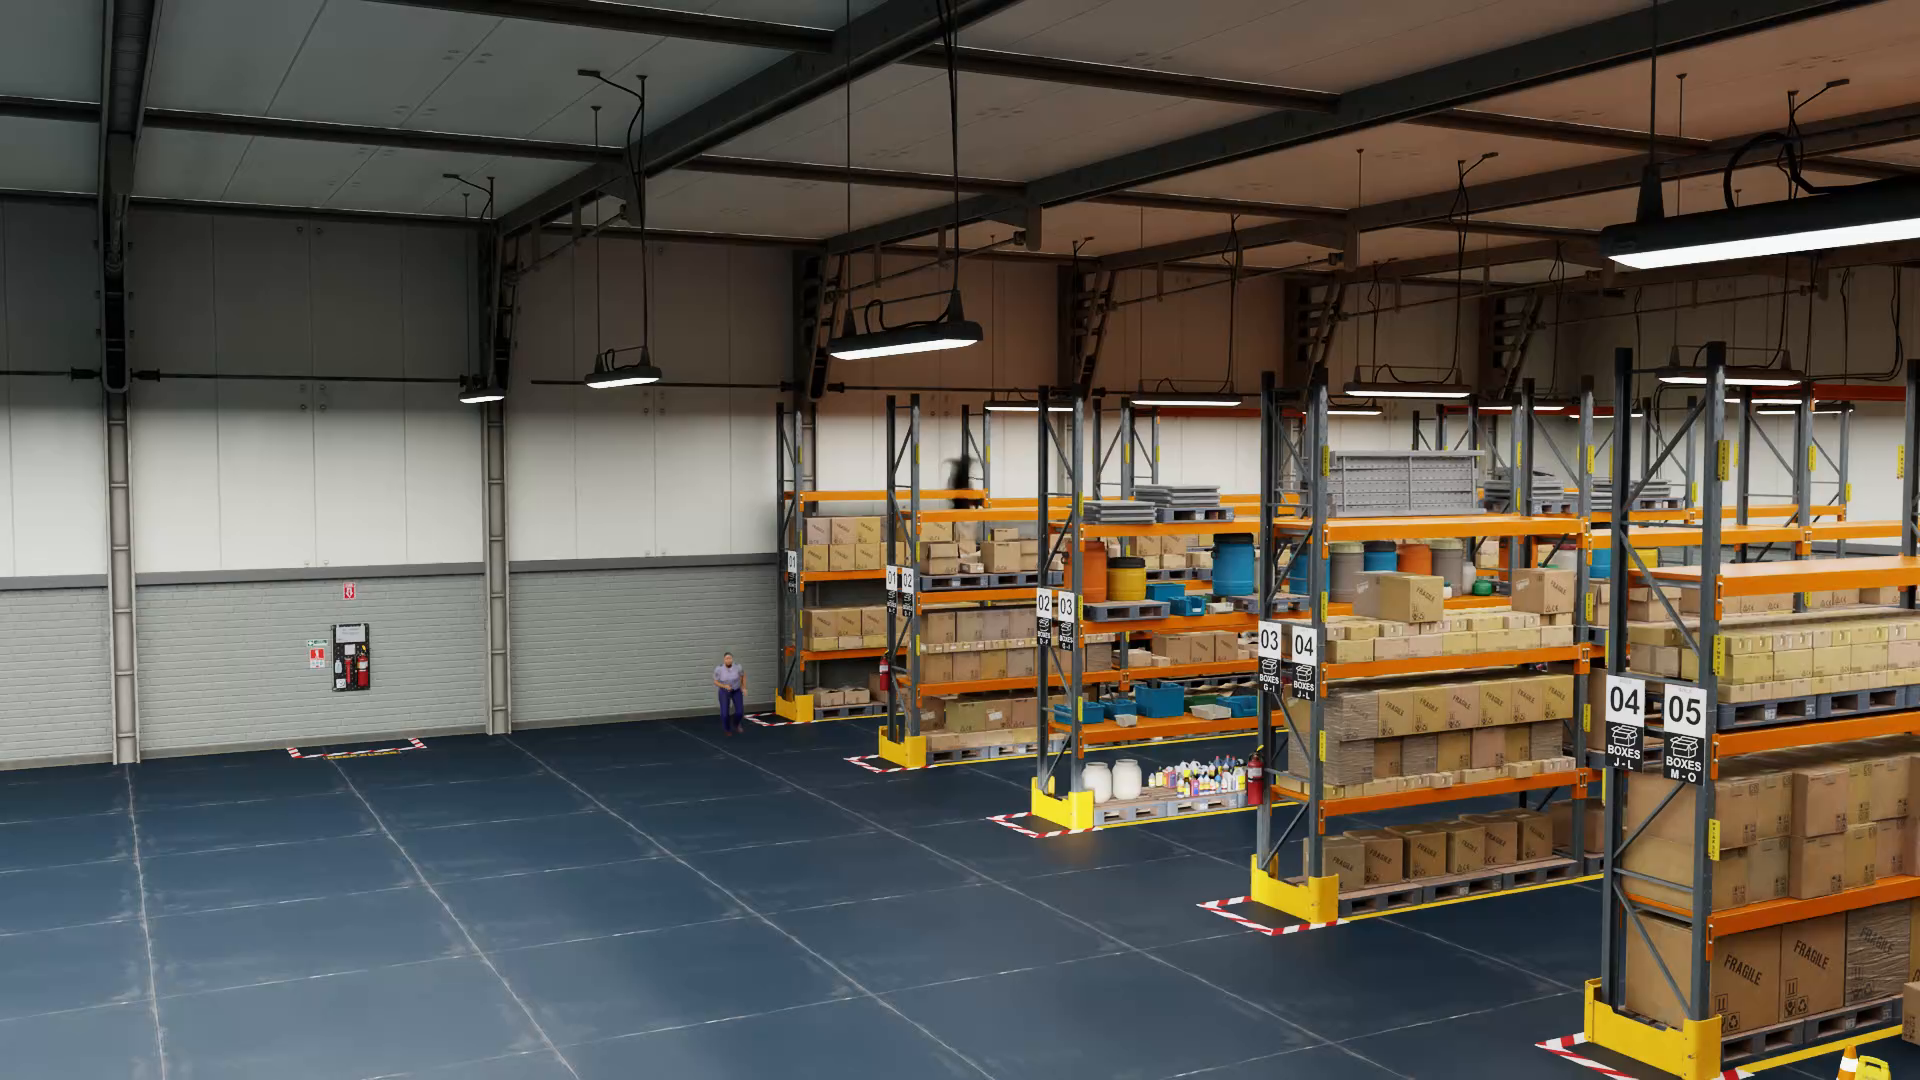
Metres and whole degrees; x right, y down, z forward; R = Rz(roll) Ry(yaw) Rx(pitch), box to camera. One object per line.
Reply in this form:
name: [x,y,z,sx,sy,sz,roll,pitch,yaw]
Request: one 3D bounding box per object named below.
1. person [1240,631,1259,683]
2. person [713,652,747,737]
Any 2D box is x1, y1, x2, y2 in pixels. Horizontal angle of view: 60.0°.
person: [6.047,2.542,34.068,0.595,1.454,1.168,2,4,34]
person: [-4.074,2.751,29.456,0.583,1.518,0.754,-1,3,-10]
